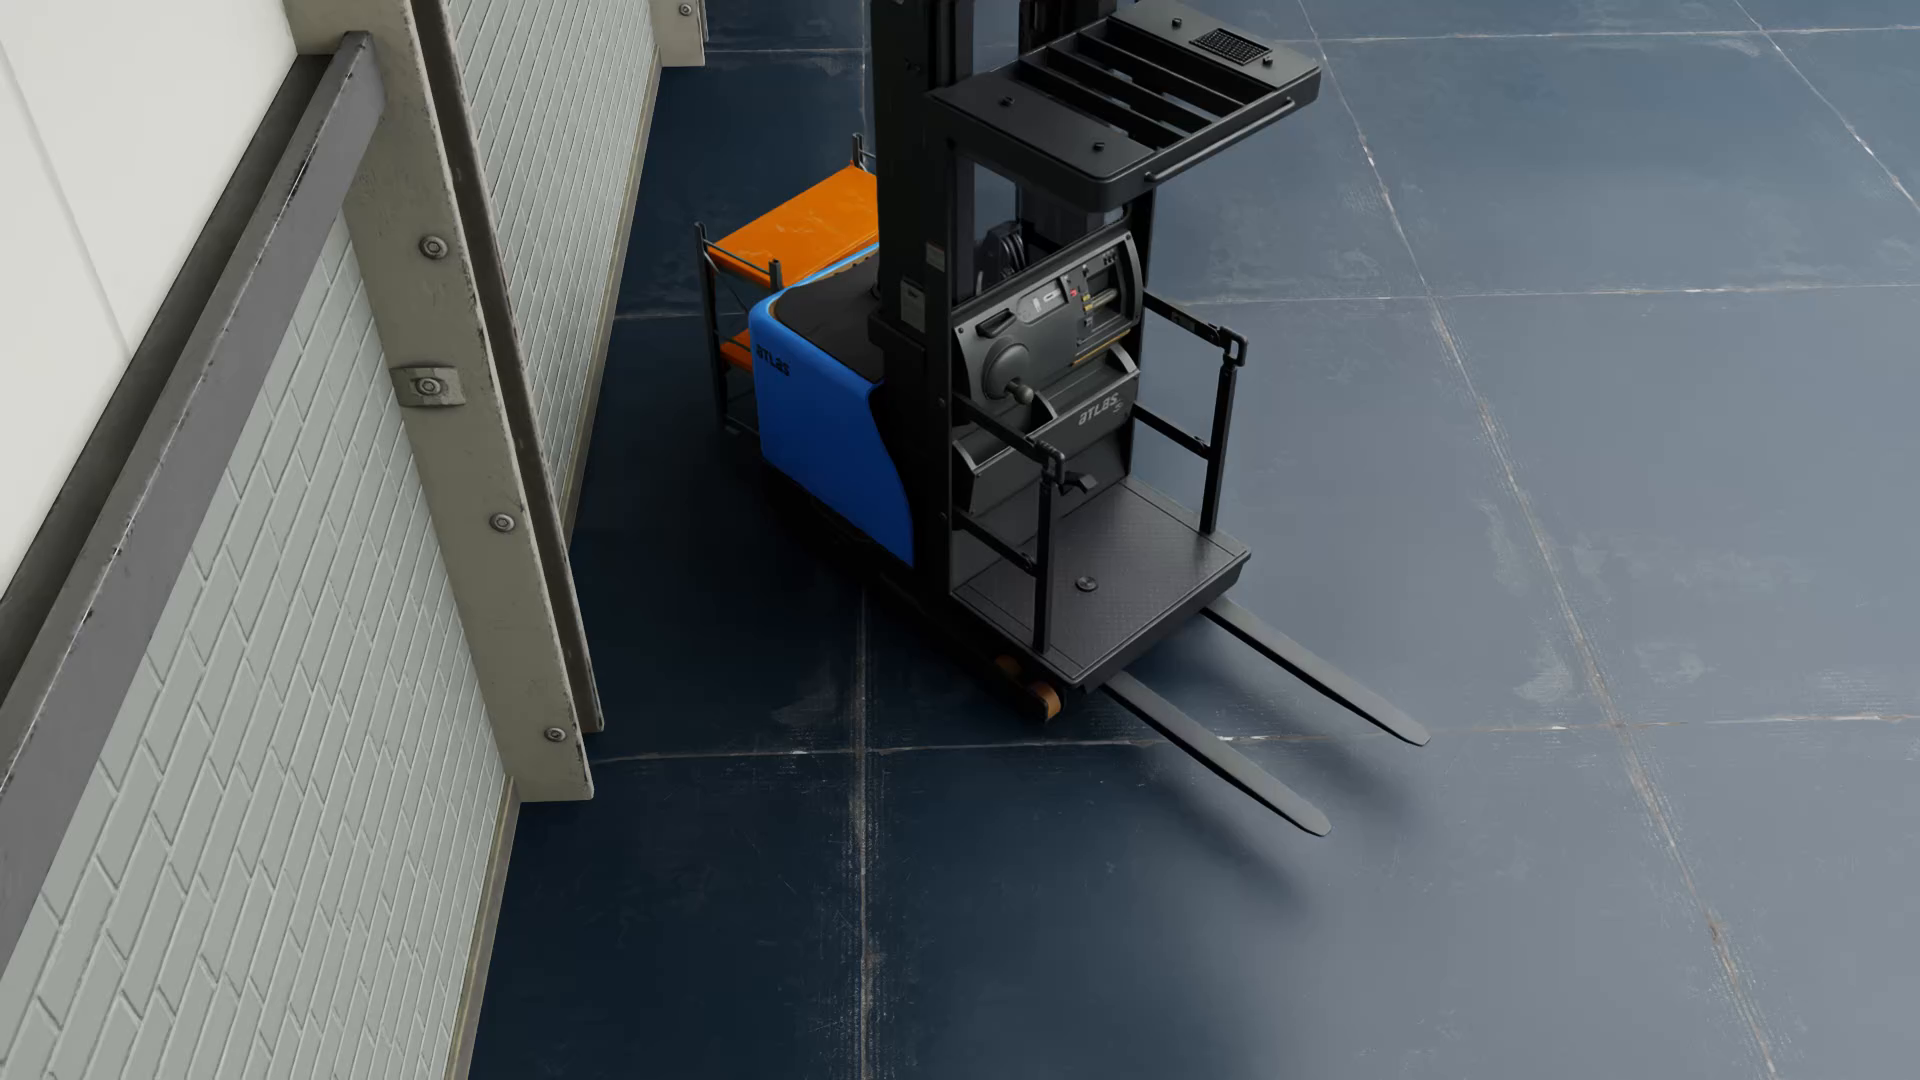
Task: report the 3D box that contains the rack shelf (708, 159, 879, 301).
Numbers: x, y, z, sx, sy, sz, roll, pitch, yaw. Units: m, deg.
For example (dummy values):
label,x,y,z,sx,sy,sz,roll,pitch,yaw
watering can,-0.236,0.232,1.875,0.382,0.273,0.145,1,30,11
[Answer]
label,x,y,z,sx,sy,sz,roll,pitch,yaw
rack shelf,-0.633,-1.340,7.595,0.538,0.278,1.000,29,50,28

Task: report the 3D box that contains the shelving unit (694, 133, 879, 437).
label,x,y,z,sx,sy,sz,roll,pitch,yaw
shelving unit,-0.633,-1.124,7.793,0.538,1.125,1.048,29,50,28

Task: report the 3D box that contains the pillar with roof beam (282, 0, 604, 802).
label,x,y,z,sx,sy,sz,roll,pitch,yaw
pillar with roof beam,2.741,-2.584,3.559,9.100,9.000,0.400,-2,43,-2

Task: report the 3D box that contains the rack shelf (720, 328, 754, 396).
label,x,y,z,sx,sy,sz,roll,pitch,yaw
rack shelf,-0.633,-0.944,7.958,0.538,0.278,1.000,29,50,28

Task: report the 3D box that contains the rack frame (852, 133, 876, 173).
label,x,y,z,sx,sy,sz,roll,pitch,yaw
rack frame,-0.308,-1.388,8.081,0.500,1.125,0.032,29,50,28

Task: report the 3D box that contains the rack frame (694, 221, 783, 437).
label,x,y,z,sx,sy,sz,roll,pitch,yaw
rack frame,-0.958,-0.860,7.505,0.500,1.125,0.032,29,50,28

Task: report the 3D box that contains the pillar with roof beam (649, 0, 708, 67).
label,x,y,z,sx,sy,sz,roll,pitch,yaw
pillar with roof beam,2.486,-6.634,7.978,9.100,9.000,0.400,-2,43,-2

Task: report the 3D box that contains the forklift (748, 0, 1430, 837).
label,x,y,z,sx,sy,sz,roll,pitch,yaw
forklift,0.486,-0.754,6.054,1.130,2.935,3.031,-33,52,-31
